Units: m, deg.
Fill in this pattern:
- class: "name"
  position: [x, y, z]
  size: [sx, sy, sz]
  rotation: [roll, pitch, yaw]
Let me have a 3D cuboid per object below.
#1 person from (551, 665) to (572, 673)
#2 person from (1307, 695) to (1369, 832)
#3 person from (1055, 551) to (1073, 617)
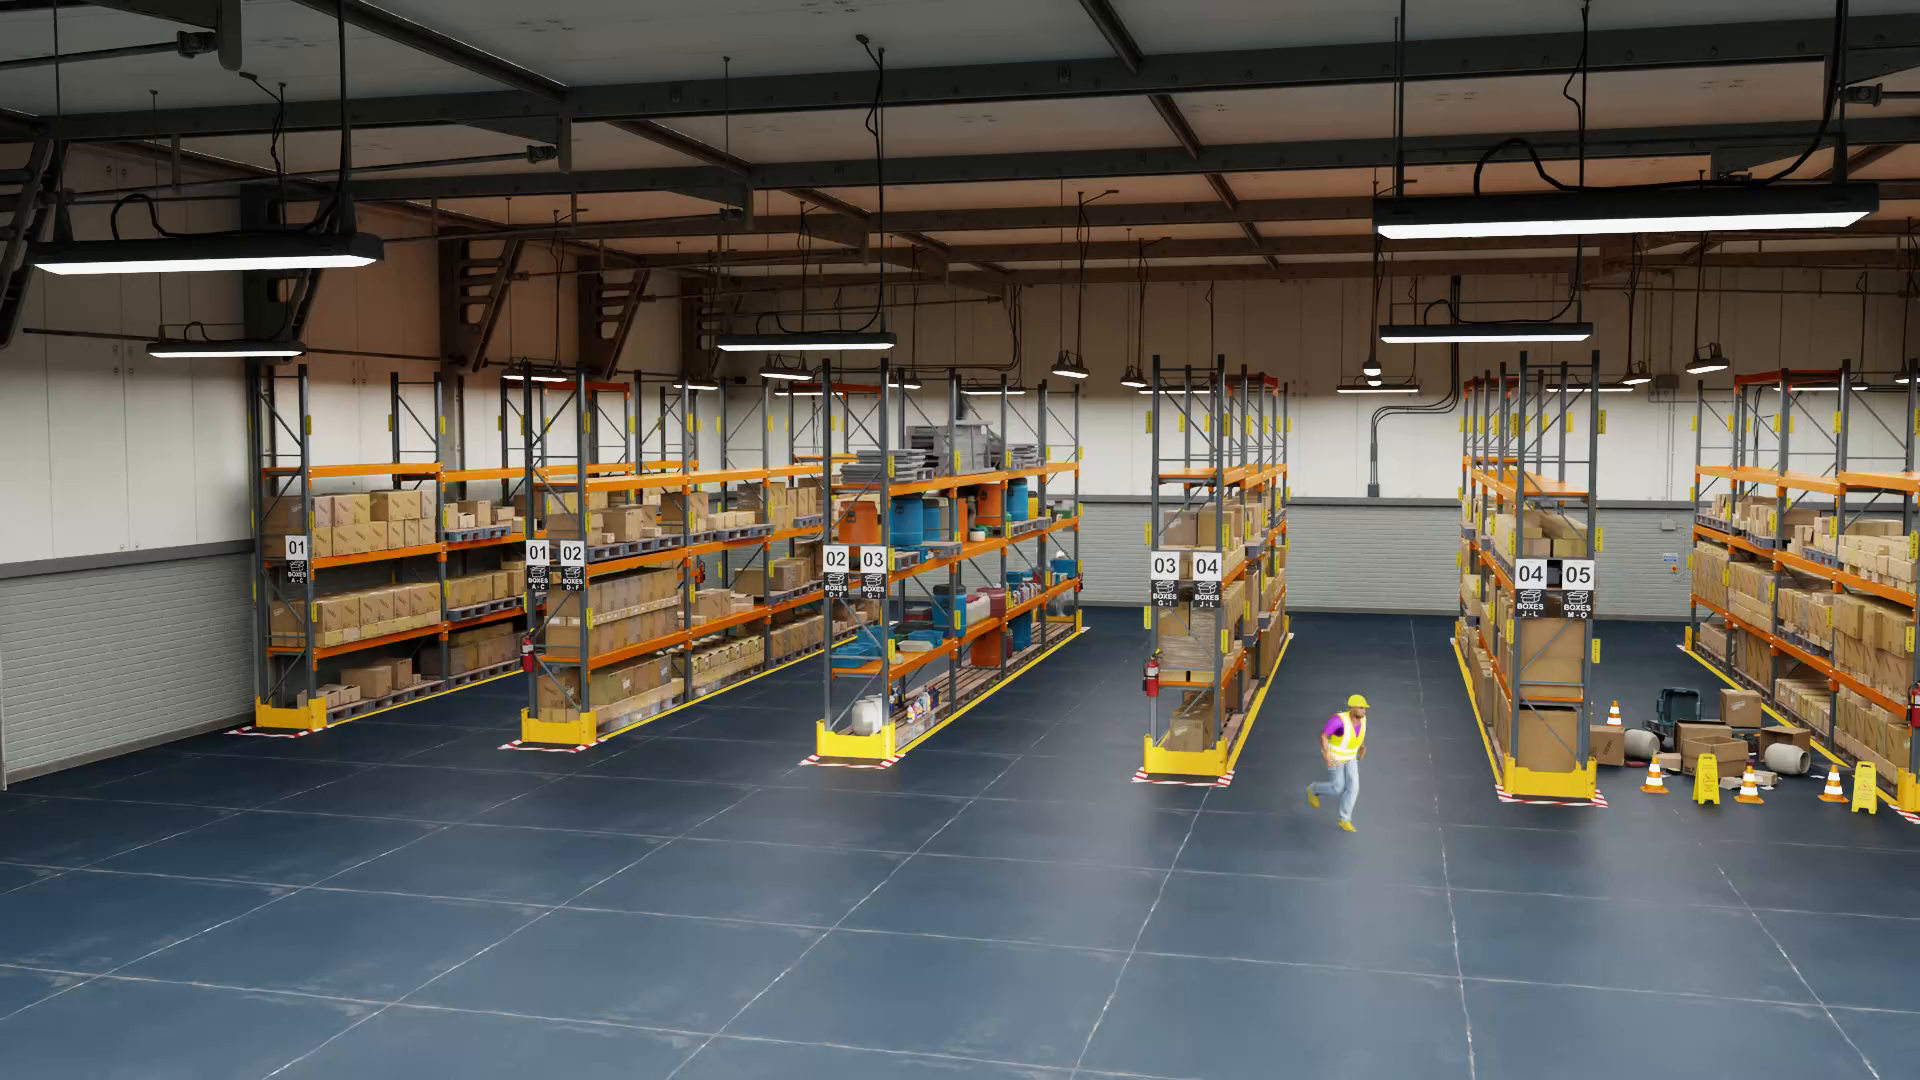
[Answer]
- class: "person"
  position: [-7.035, 2.151, 29.313]
  size: [0.555, 1.647, 0.660]
  rotation: [0, 4, 4]
- class: "person"
  position: [4.735, 2.745, 20.799]
  size: [0.701, 1.708, 0.945]
  rotation: [-3, 5, -37]
- class: "person"
  position: [2.684, 1.152, 43.427]
  size: [0.578, 1.730, 0.659]
  rotation: [3, 5, 37]
